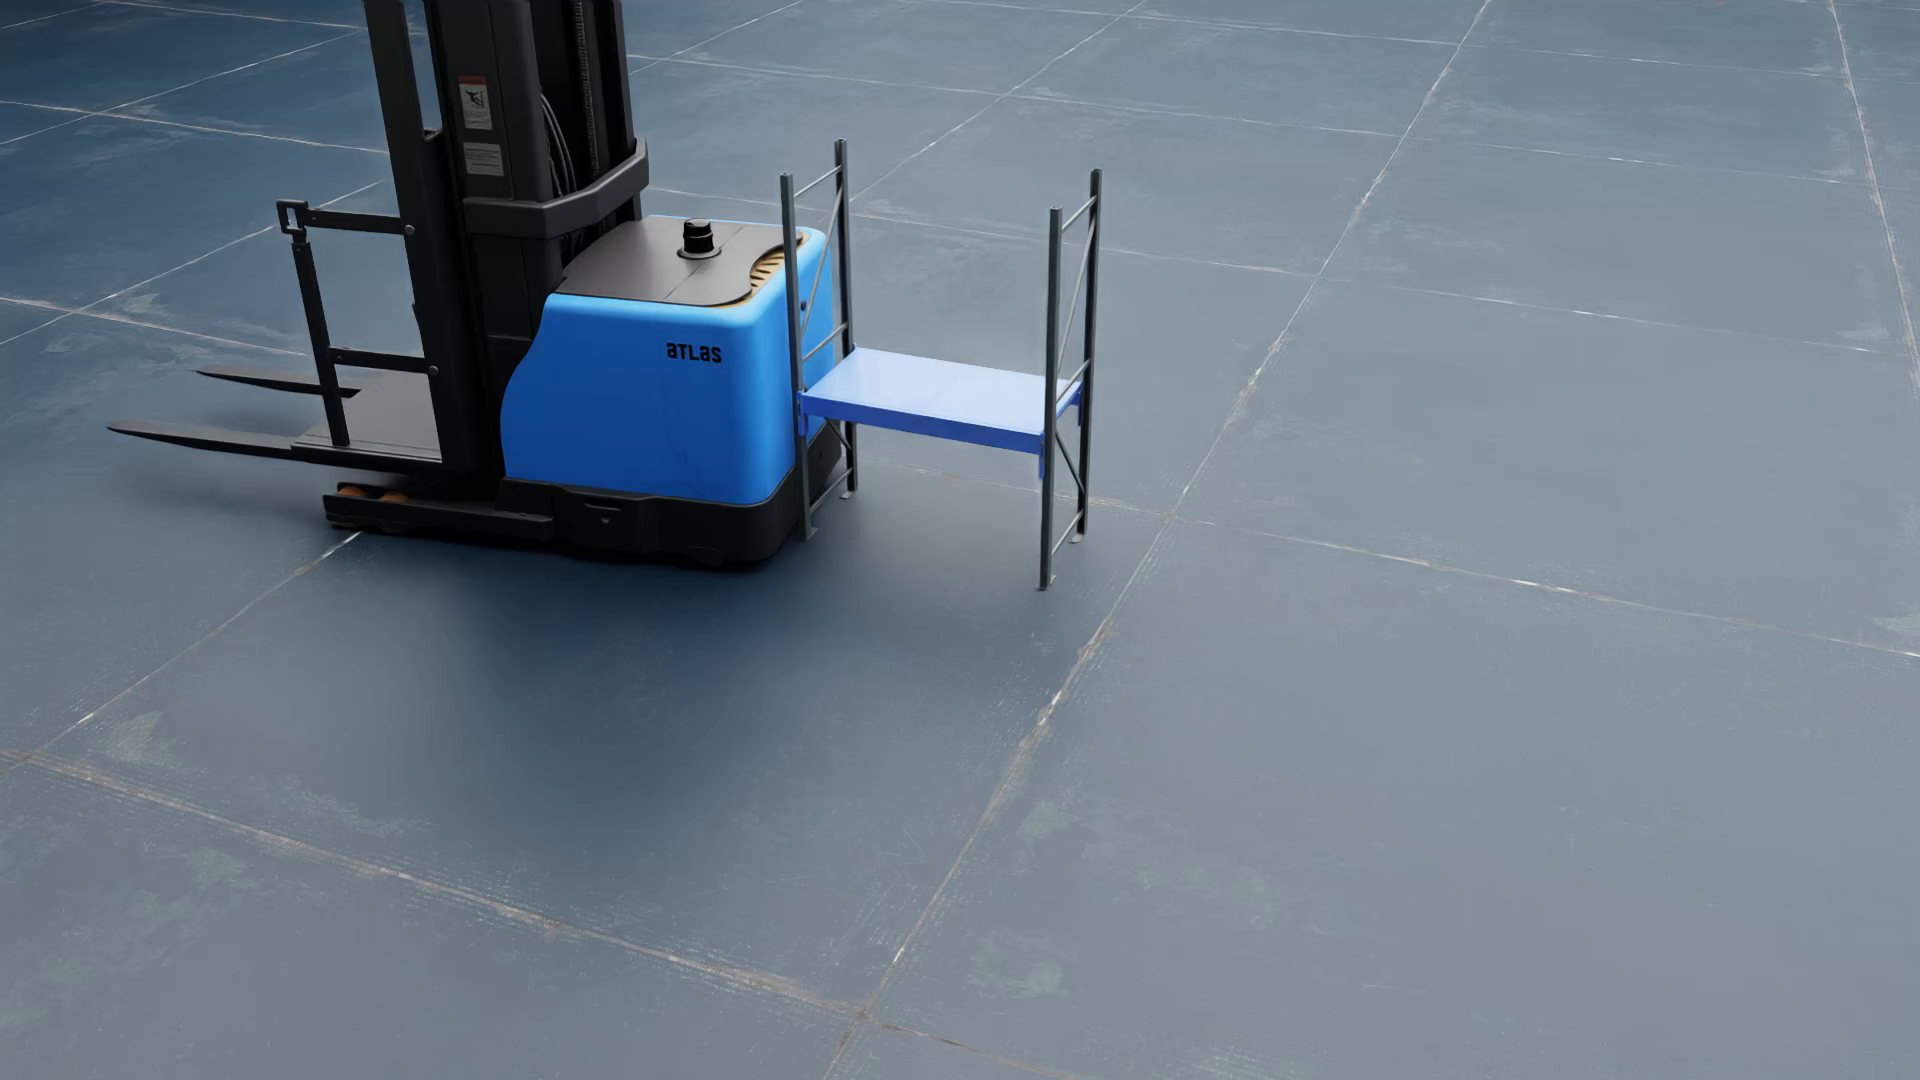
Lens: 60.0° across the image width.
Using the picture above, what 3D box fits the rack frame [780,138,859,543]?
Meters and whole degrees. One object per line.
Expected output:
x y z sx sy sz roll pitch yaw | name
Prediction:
-0.537 -0.760 6.495 0.032 1.500 0.500 11 31 19 | rack frame

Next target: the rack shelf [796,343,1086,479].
-0.064 -0.511 6.421 1.000 0.185 0.538 11 31 19 | rack shelf

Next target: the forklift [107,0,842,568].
-2.085 -1.546 6.432 3.031 2.935 1.130 7 30 12 | forklift

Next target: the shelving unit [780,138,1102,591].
-0.064 -0.668 6.332 1.048 1.500 0.538 11 31 19 | shelving unit

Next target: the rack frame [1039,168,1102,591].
0.409 -0.576 6.170 0.032 1.500 0.500 11 31 19 | rack frame
